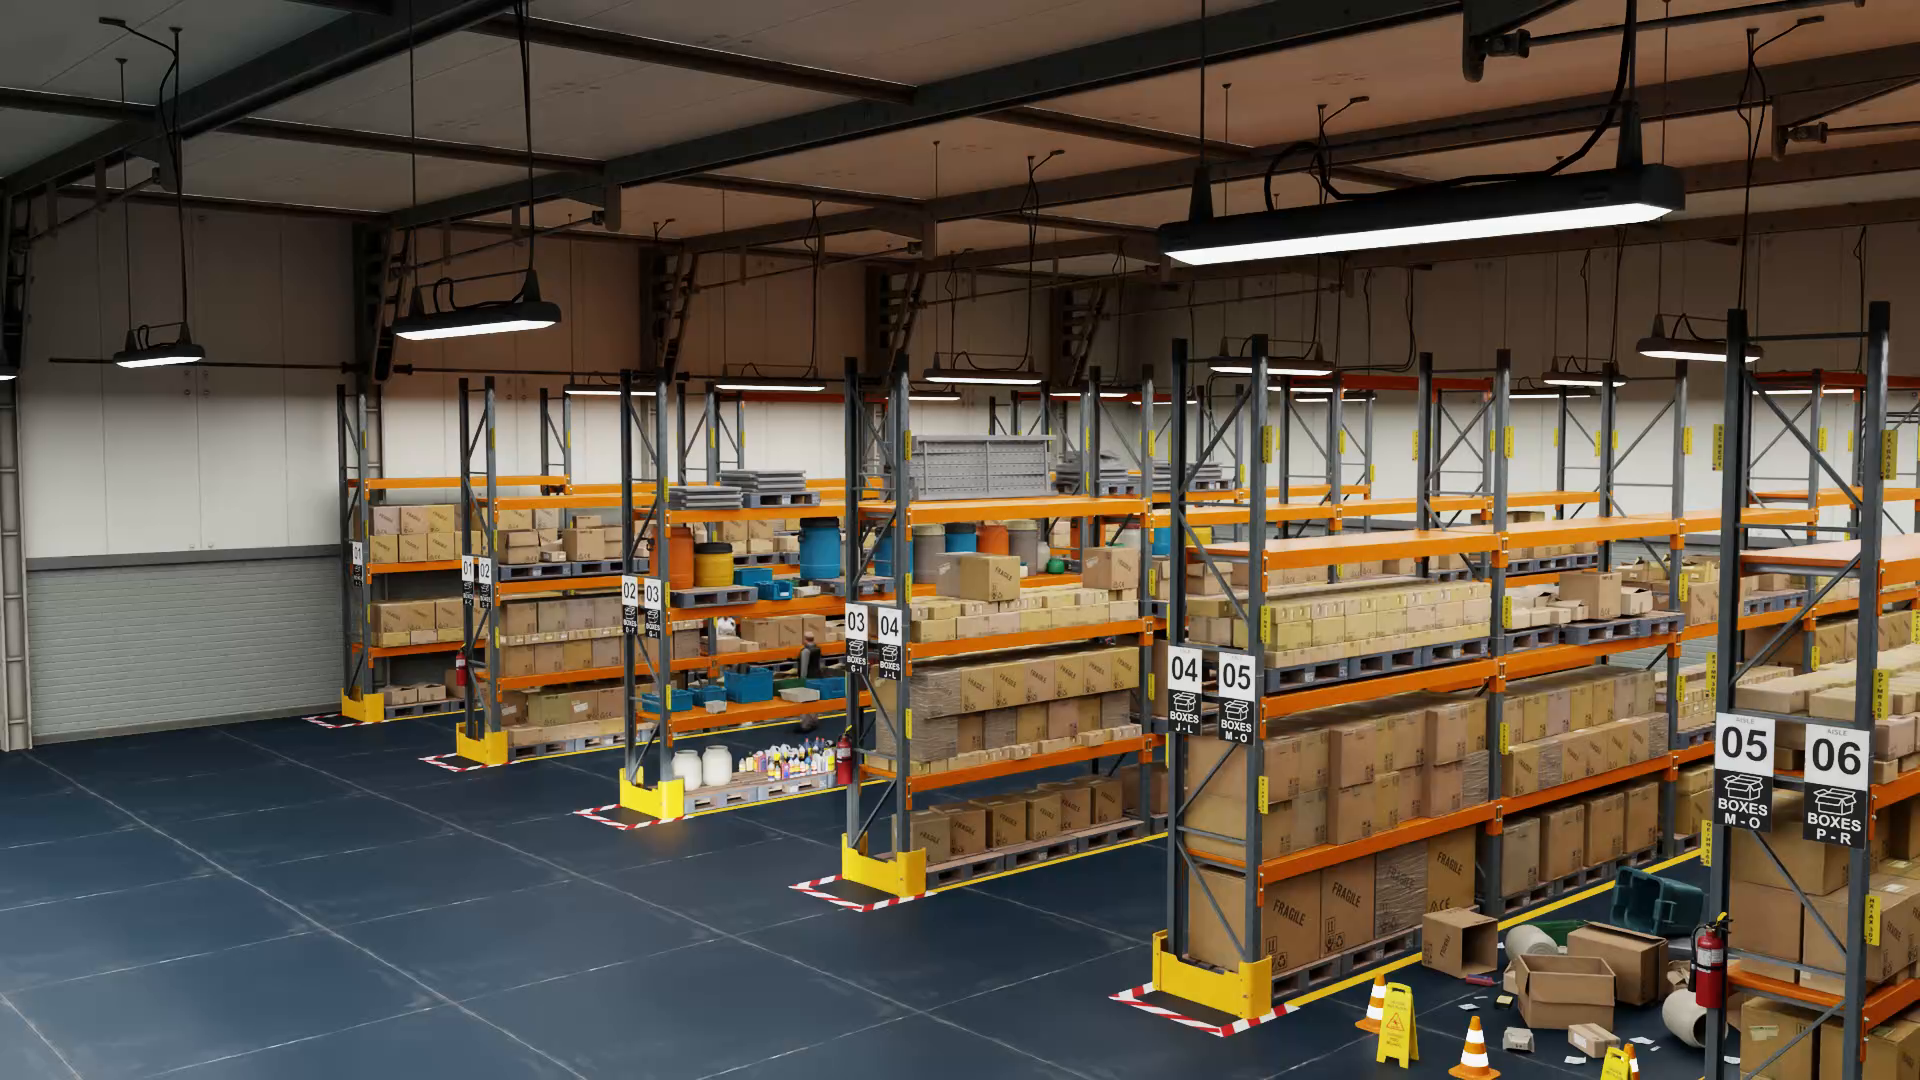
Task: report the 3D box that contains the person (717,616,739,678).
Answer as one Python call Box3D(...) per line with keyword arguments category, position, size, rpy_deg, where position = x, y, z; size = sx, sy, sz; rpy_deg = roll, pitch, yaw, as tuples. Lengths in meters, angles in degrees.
Box3D(category="person", position=(-4.706, 2.169, 33.276), size=(0.563, 1.726, 0.356), rpy_deg=(-2, 4, -23))

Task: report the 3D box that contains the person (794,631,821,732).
Box3D(category="person", position=(-2.614, 2.420, 28.591), size=(0.425, 1.726, 0.565), rpy_deg=(2, 4, 24))
